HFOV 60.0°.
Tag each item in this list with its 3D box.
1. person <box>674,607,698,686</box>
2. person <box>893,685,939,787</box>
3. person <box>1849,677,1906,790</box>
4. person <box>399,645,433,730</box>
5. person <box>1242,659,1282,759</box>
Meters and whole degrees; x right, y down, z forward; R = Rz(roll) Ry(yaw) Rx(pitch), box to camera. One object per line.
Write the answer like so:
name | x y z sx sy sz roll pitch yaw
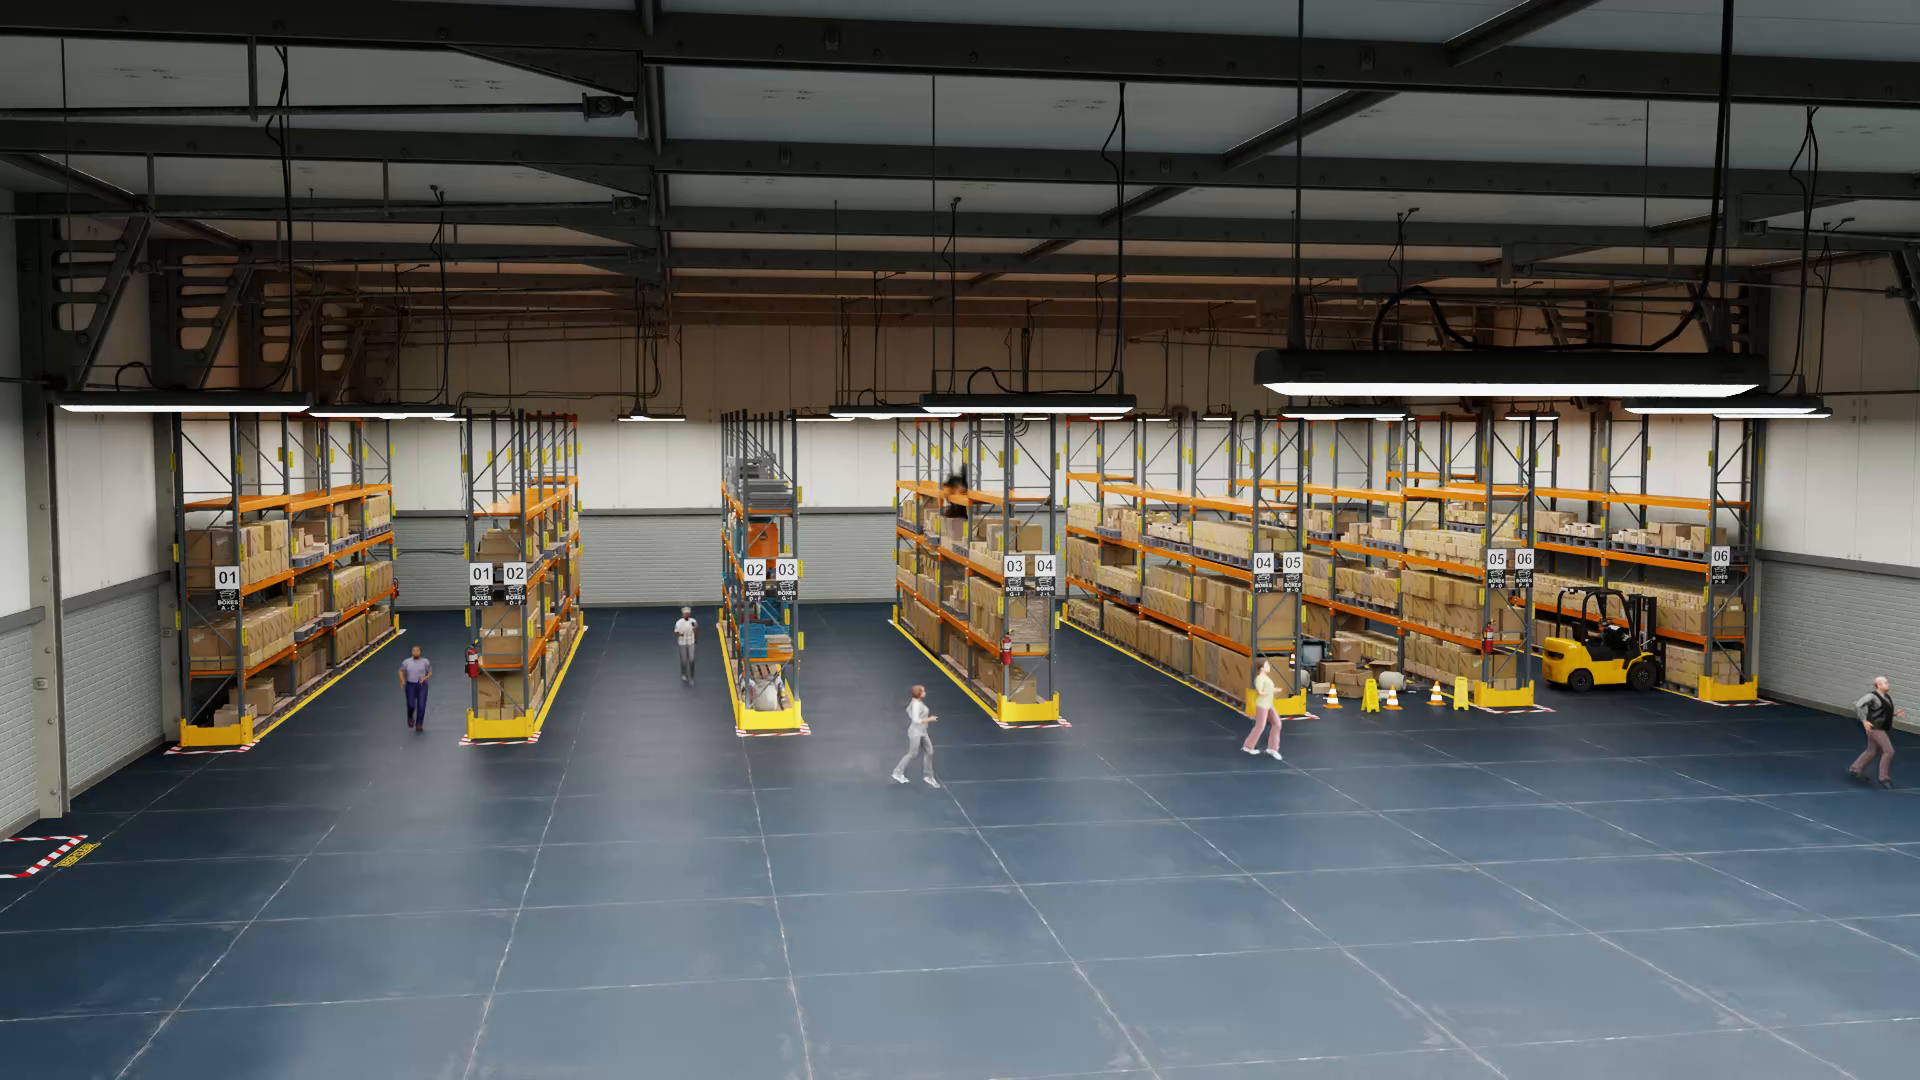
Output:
person | -6.025 2.338 36.655 0.526 1.753 0.810 -1 4 -11
person | -0.697 3.093 26.211 0.751 1.645 0.522 1 4 12
person | 14.504 3.040 26.292 0.780 1.782 0.642 4 5 43
person | -10.111 2.760 30.931 0.606 1.600 0.556 -1 4 -20
person | 5.189 2.908 28.493 0.694 1.703 0.560 2 5 30
